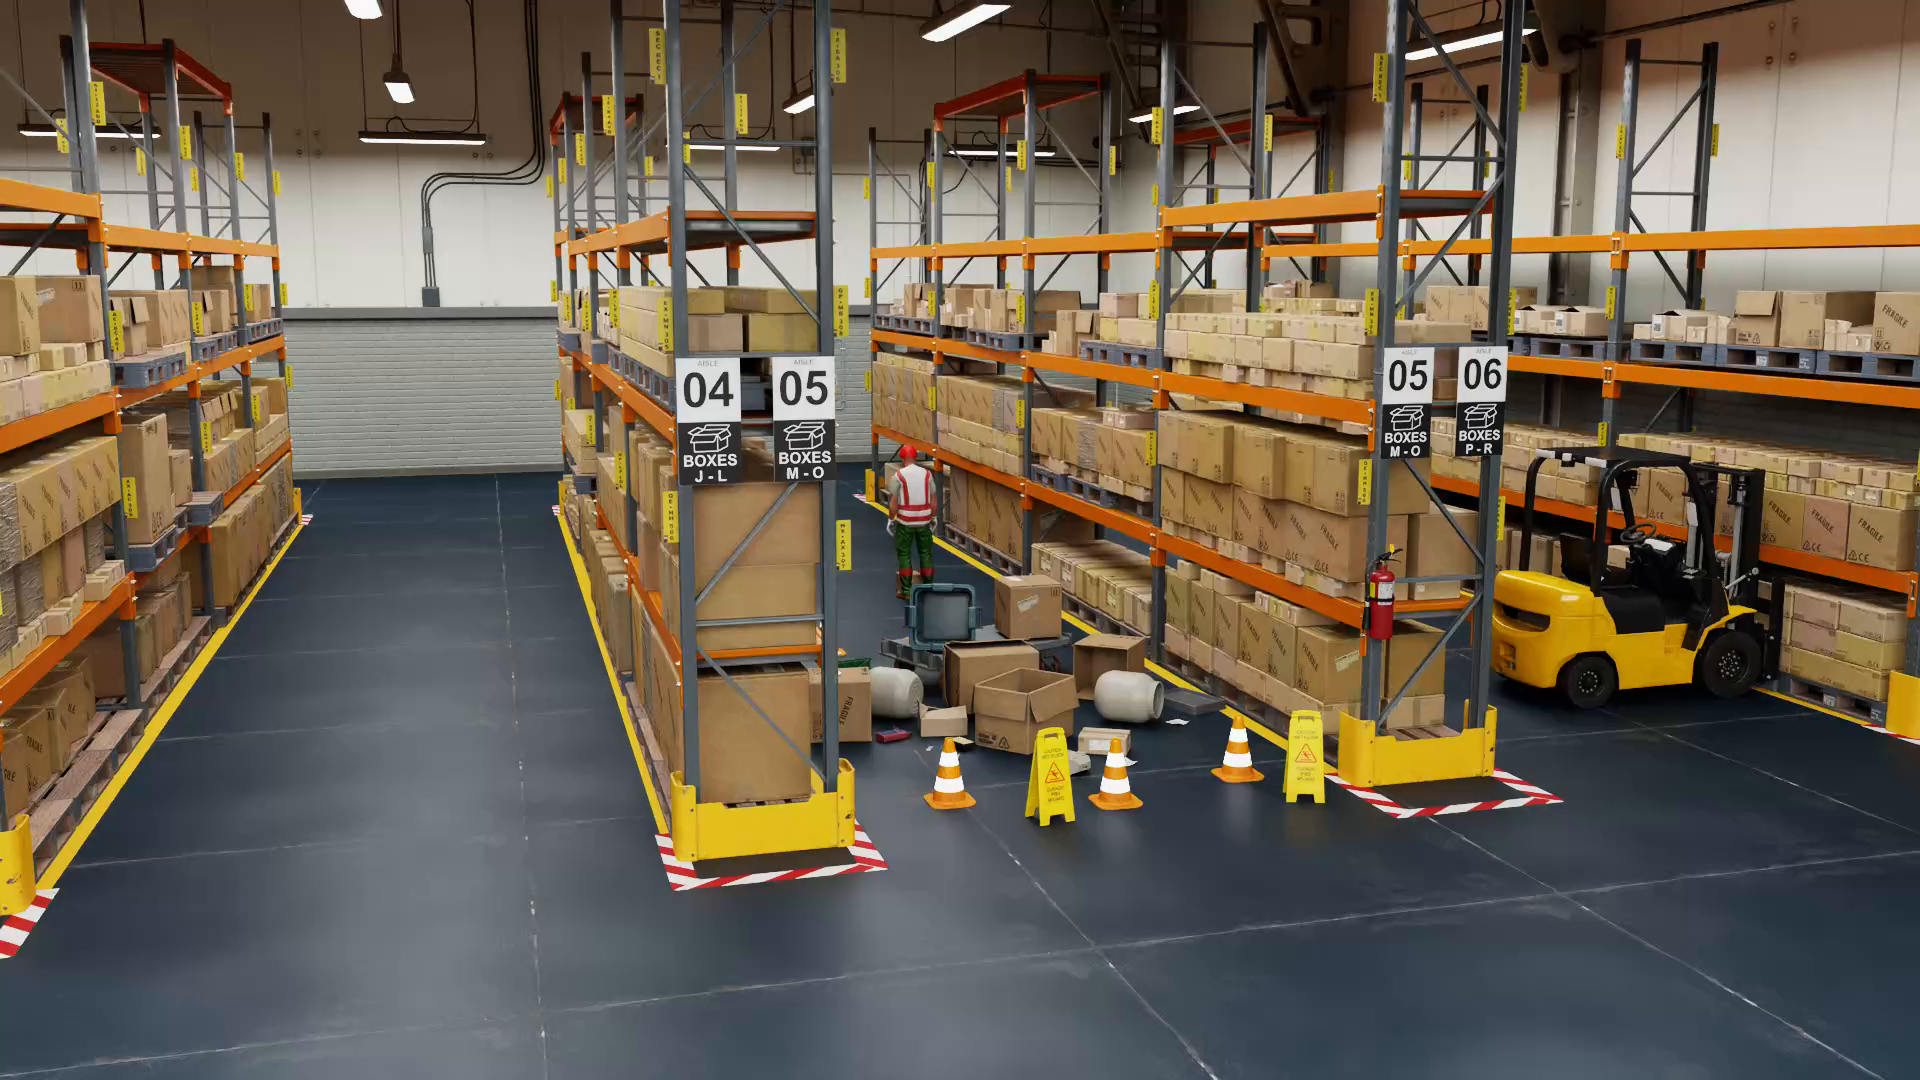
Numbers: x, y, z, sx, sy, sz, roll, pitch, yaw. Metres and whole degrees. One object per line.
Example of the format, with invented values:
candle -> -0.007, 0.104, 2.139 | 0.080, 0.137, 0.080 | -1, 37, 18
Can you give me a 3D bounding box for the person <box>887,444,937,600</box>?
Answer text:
person -> -0.549, -0.209, 19.124 | 0.618, 1.779, 0.452 | -3, 10, -19
